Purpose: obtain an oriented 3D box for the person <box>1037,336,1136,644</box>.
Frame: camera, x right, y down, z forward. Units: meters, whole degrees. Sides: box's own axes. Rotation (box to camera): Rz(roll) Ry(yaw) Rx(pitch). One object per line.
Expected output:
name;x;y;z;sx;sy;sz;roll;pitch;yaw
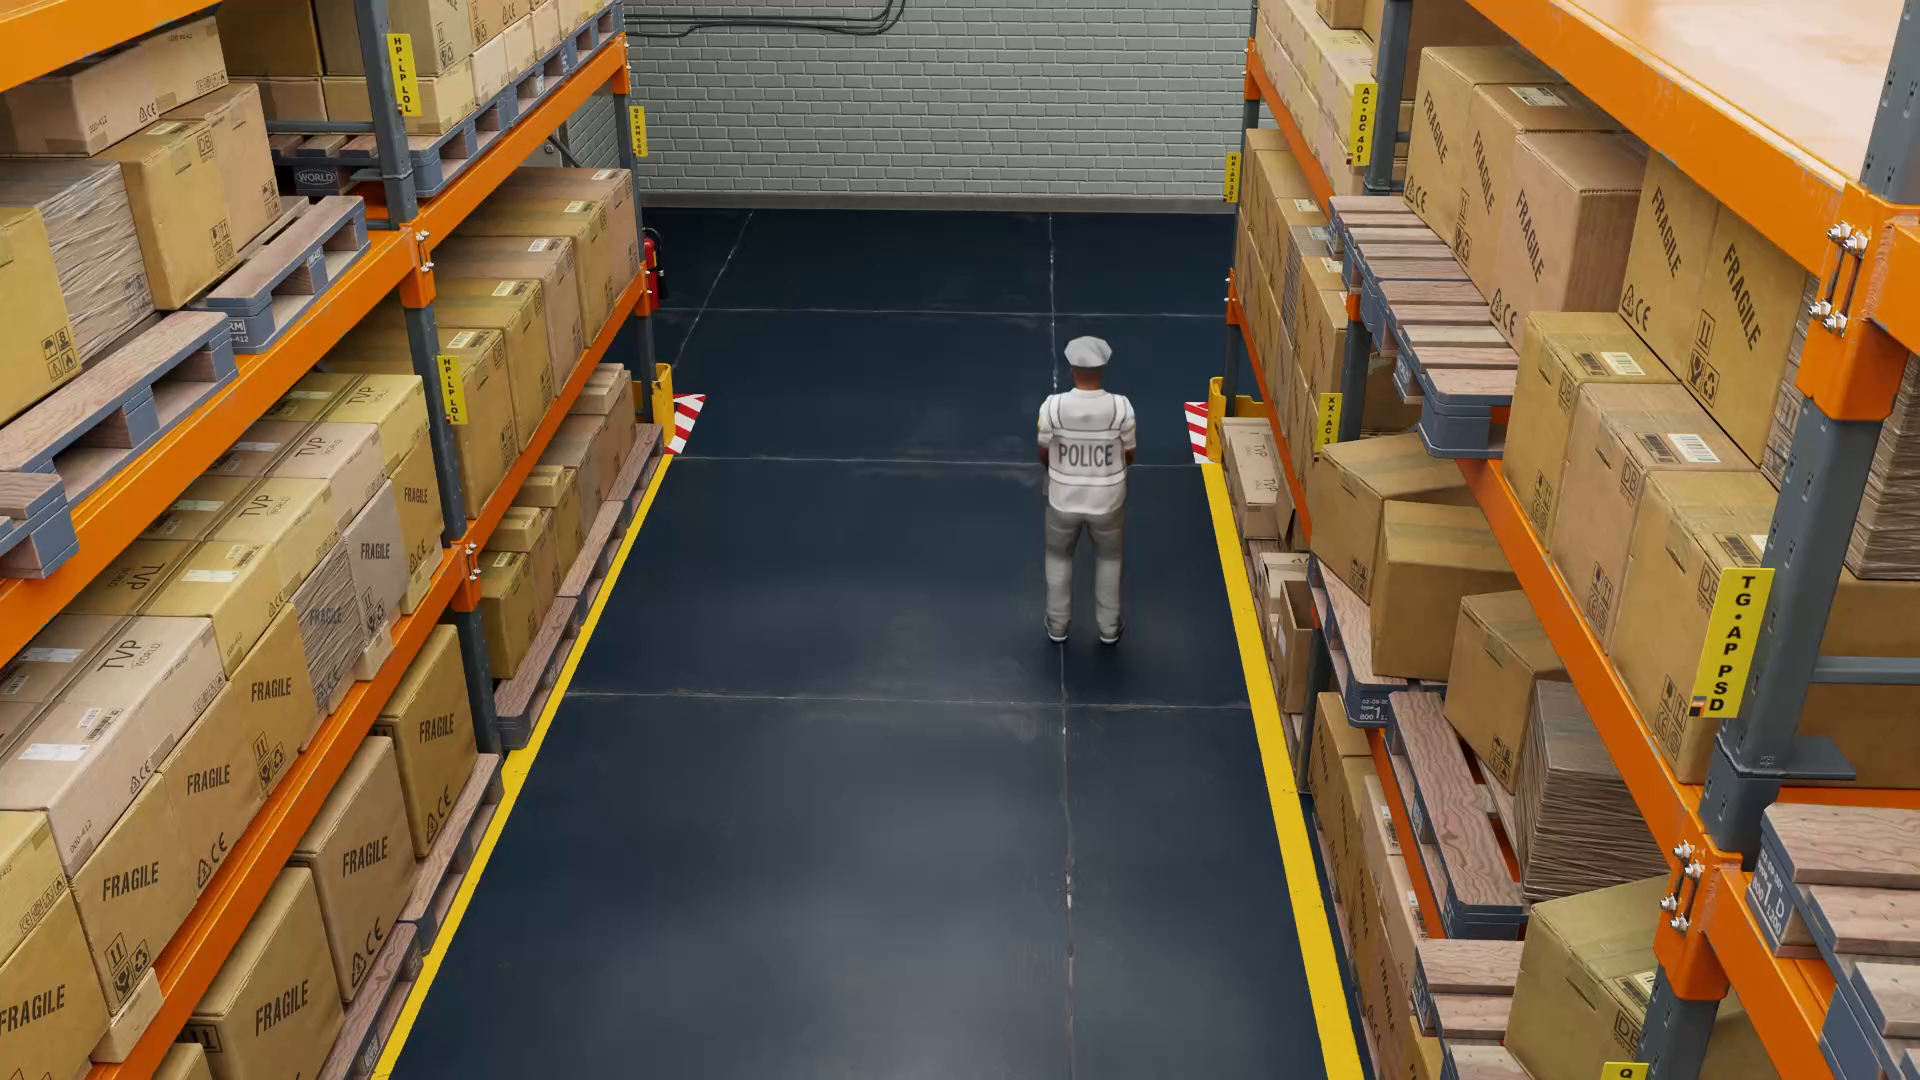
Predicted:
person;0.683;-0.270;9.102;0.530;1.768;0.513;2;28;4
